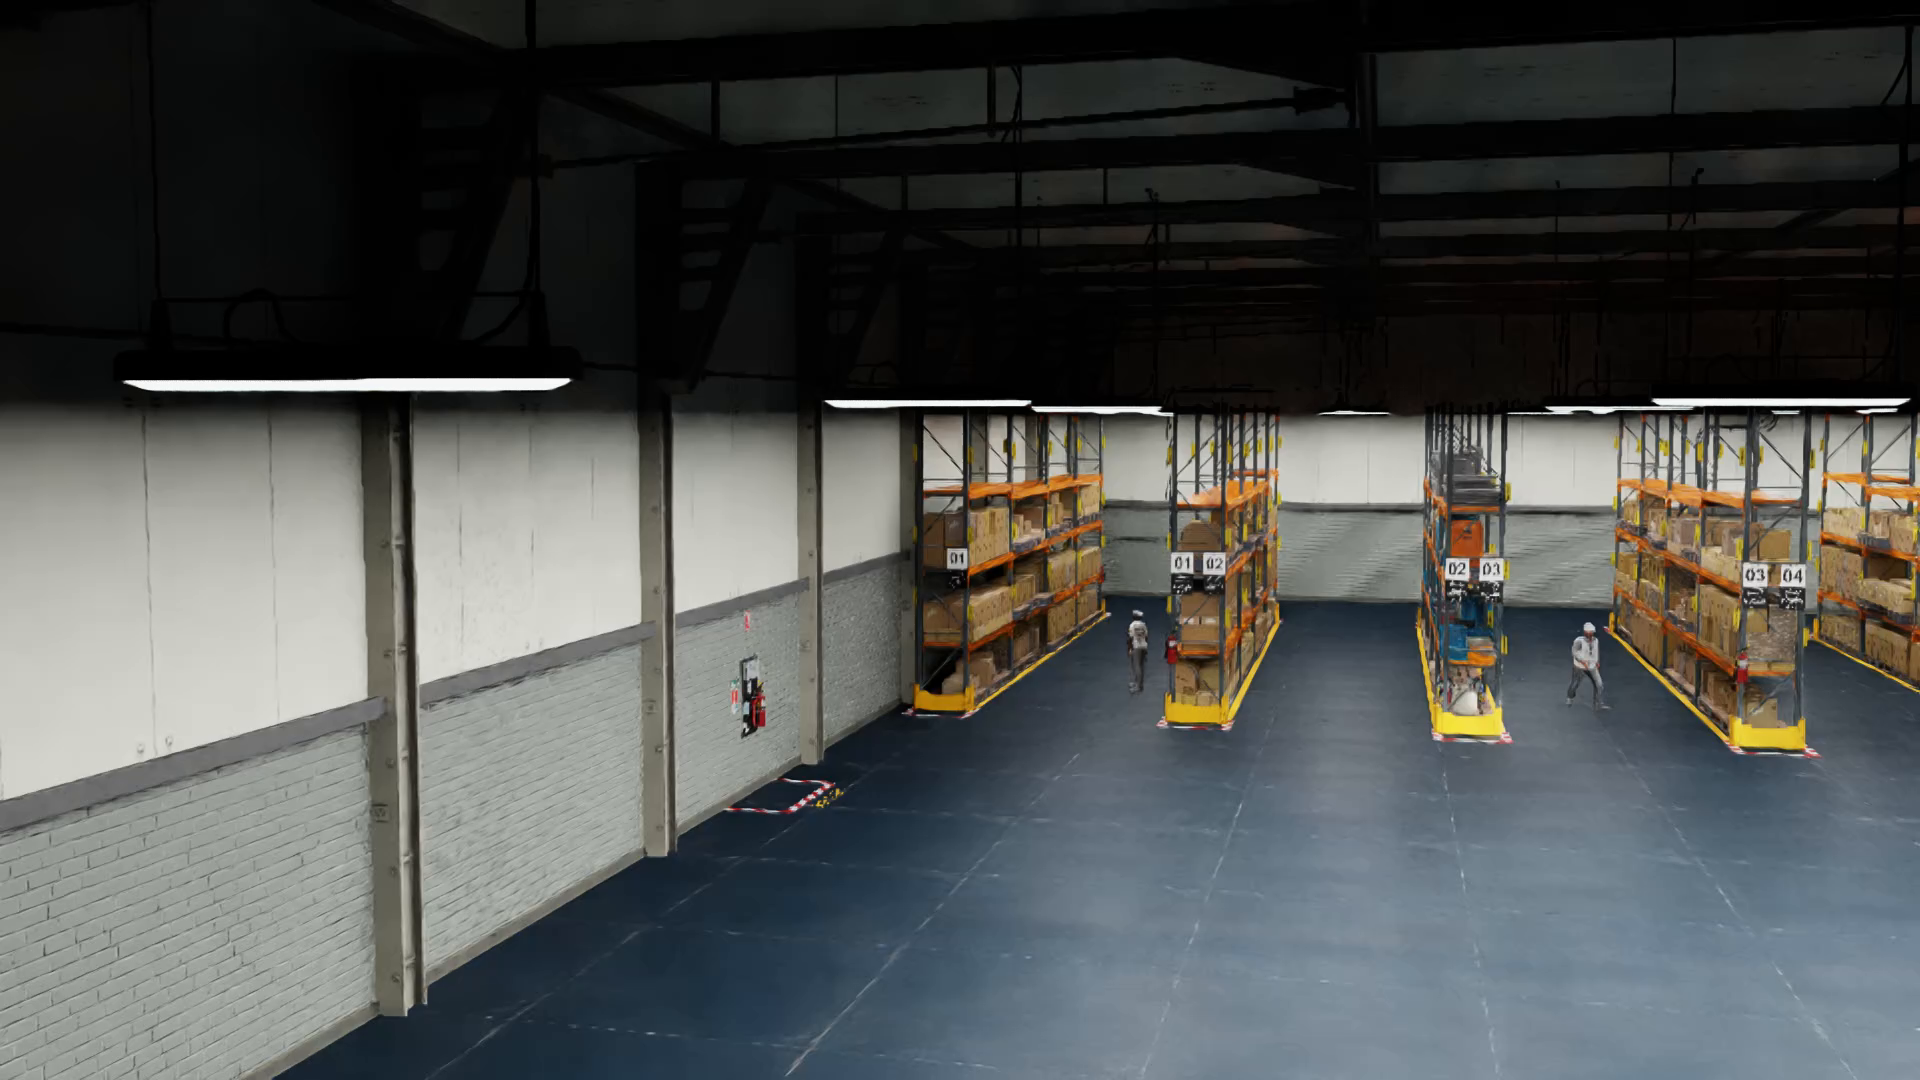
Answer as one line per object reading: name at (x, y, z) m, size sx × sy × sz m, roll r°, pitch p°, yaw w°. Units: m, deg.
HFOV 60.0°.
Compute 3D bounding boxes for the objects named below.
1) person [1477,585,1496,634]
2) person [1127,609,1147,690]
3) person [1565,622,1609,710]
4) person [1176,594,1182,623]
person at (13.882, 1.615, 43.978) m, size 0.547 × 1.670 × 1.116 m, roll 1°, pitch 4°, yaw 12°
person at (3.712, 2.298, 34.941) m, size 0.574 × 1.664 × 0.549 m, roll -4°, pitch 6°, yaw -43°
person at (12.283, 2.451, 32.646) m, size 0.682 × 1.713 × 0.844 m, roll 0°, pitch 4°, yaw -3°
person at (6.103, 1.395, 46.314) m, size 0.383 × 1.791 × 0.636 m, roll 0°, pitch 4°, yaw 0°
